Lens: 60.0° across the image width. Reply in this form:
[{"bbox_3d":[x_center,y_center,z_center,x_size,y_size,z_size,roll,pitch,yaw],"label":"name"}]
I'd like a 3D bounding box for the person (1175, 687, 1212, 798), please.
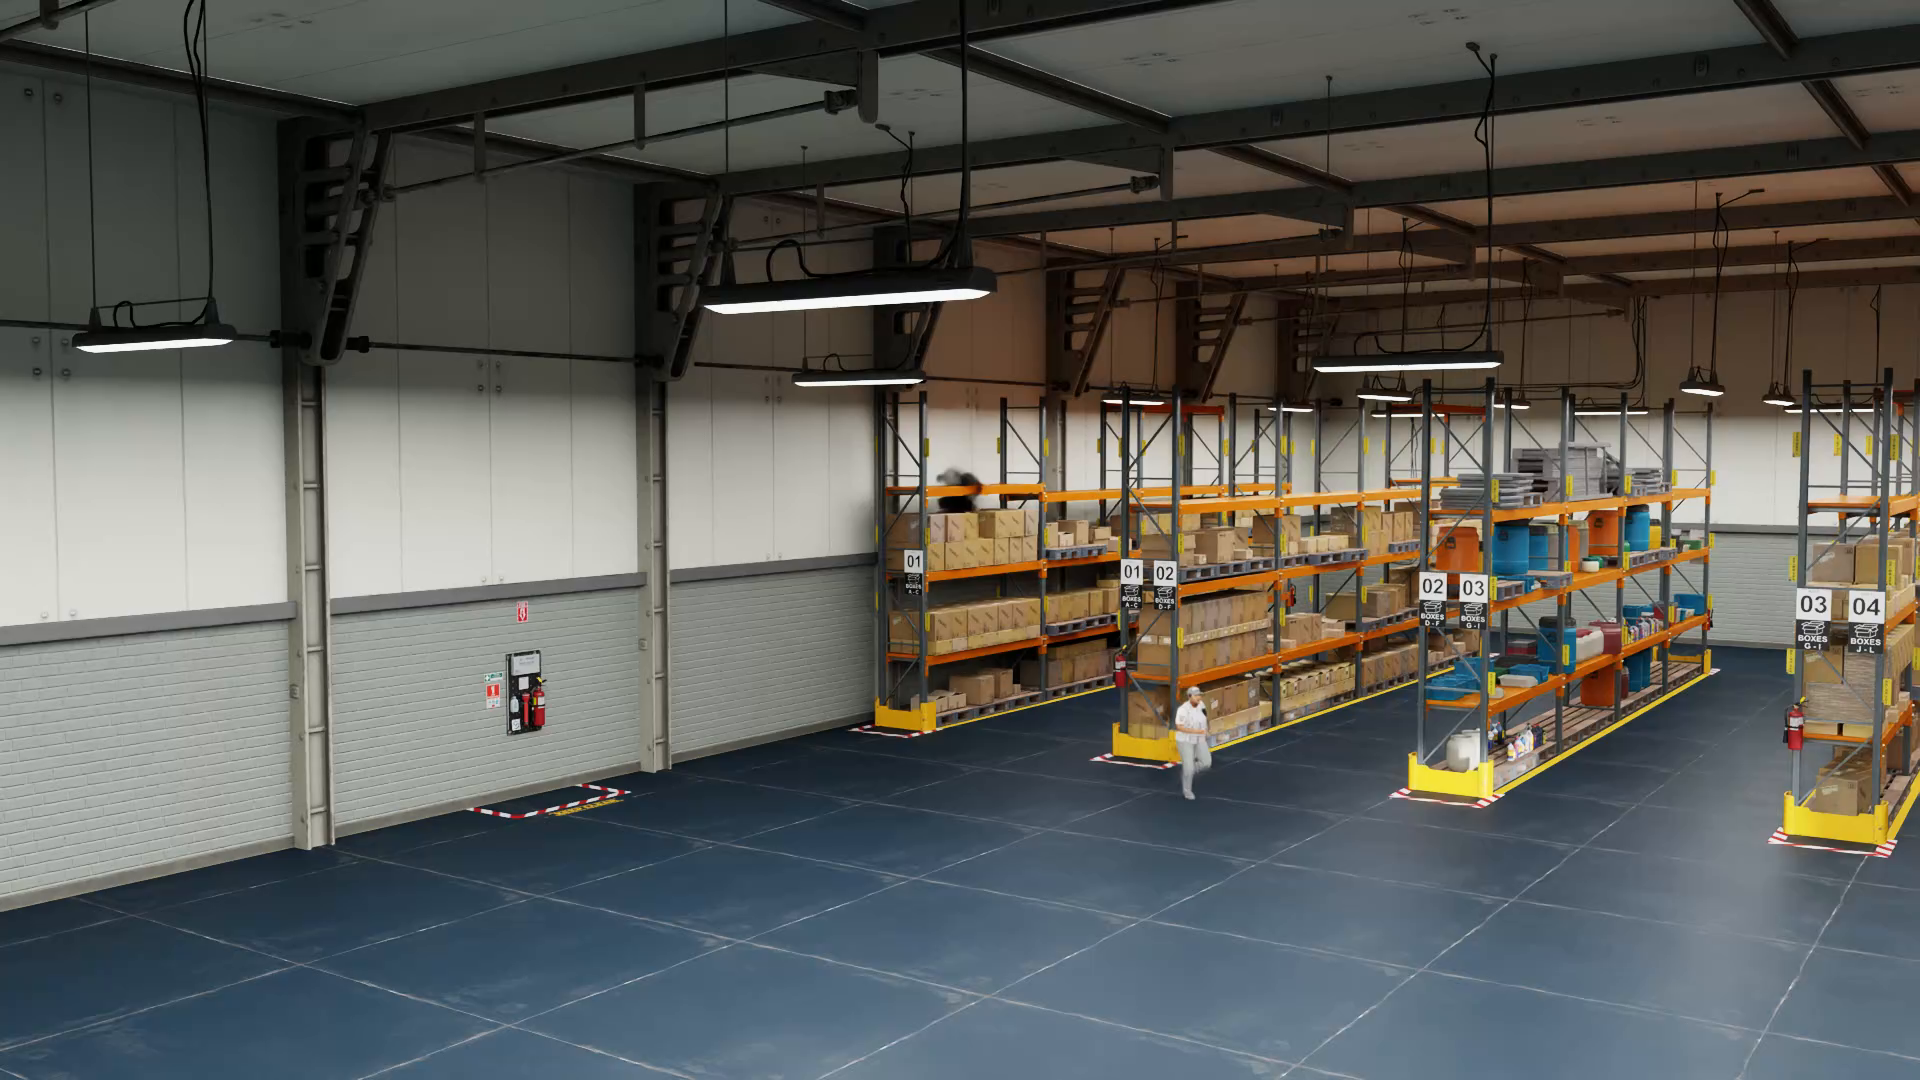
[{"bbox_3d":[3.359,2.887,23.678,0.645,1.618,0.617,-2,4,-29],"label":"person"}]
